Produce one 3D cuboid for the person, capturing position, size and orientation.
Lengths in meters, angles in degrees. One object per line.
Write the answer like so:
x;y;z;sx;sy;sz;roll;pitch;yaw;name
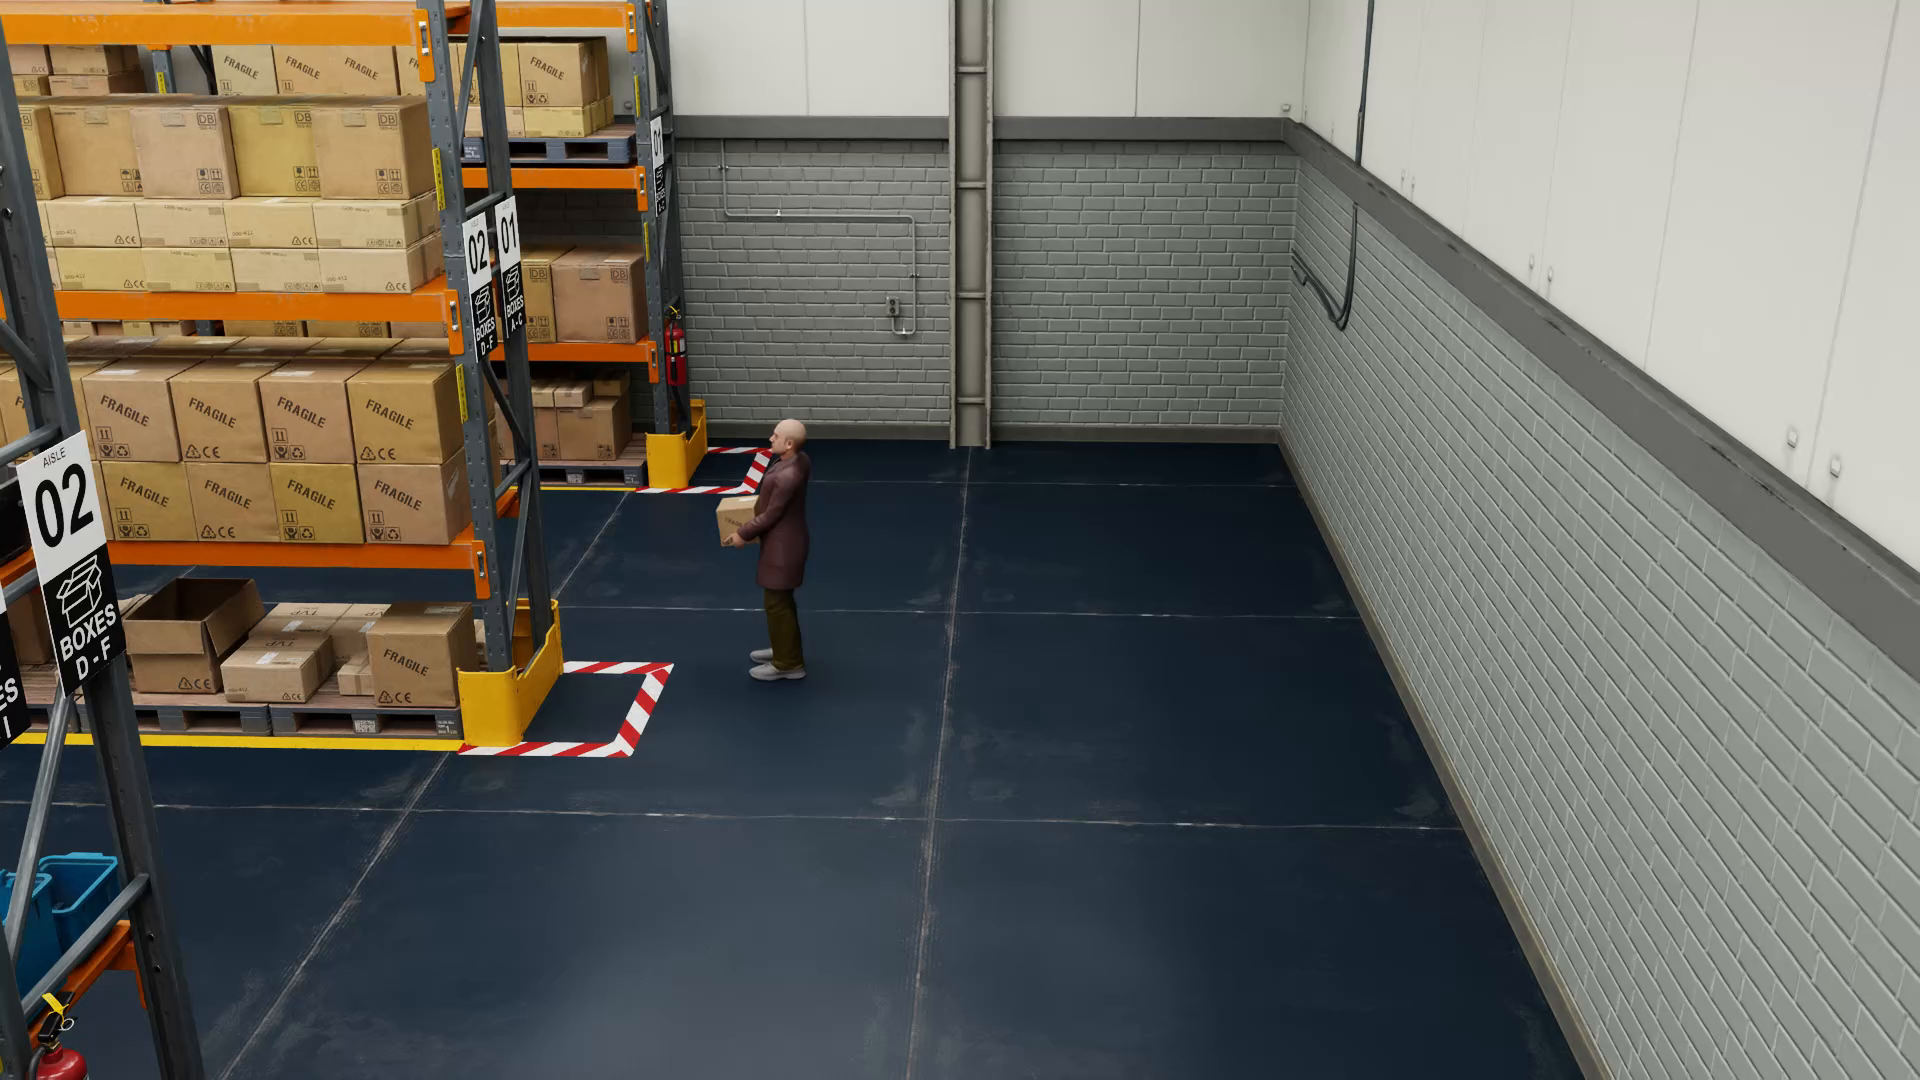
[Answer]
-1.257;0.051;10.969;0.553;1.769;0.526;1;20;2;person
